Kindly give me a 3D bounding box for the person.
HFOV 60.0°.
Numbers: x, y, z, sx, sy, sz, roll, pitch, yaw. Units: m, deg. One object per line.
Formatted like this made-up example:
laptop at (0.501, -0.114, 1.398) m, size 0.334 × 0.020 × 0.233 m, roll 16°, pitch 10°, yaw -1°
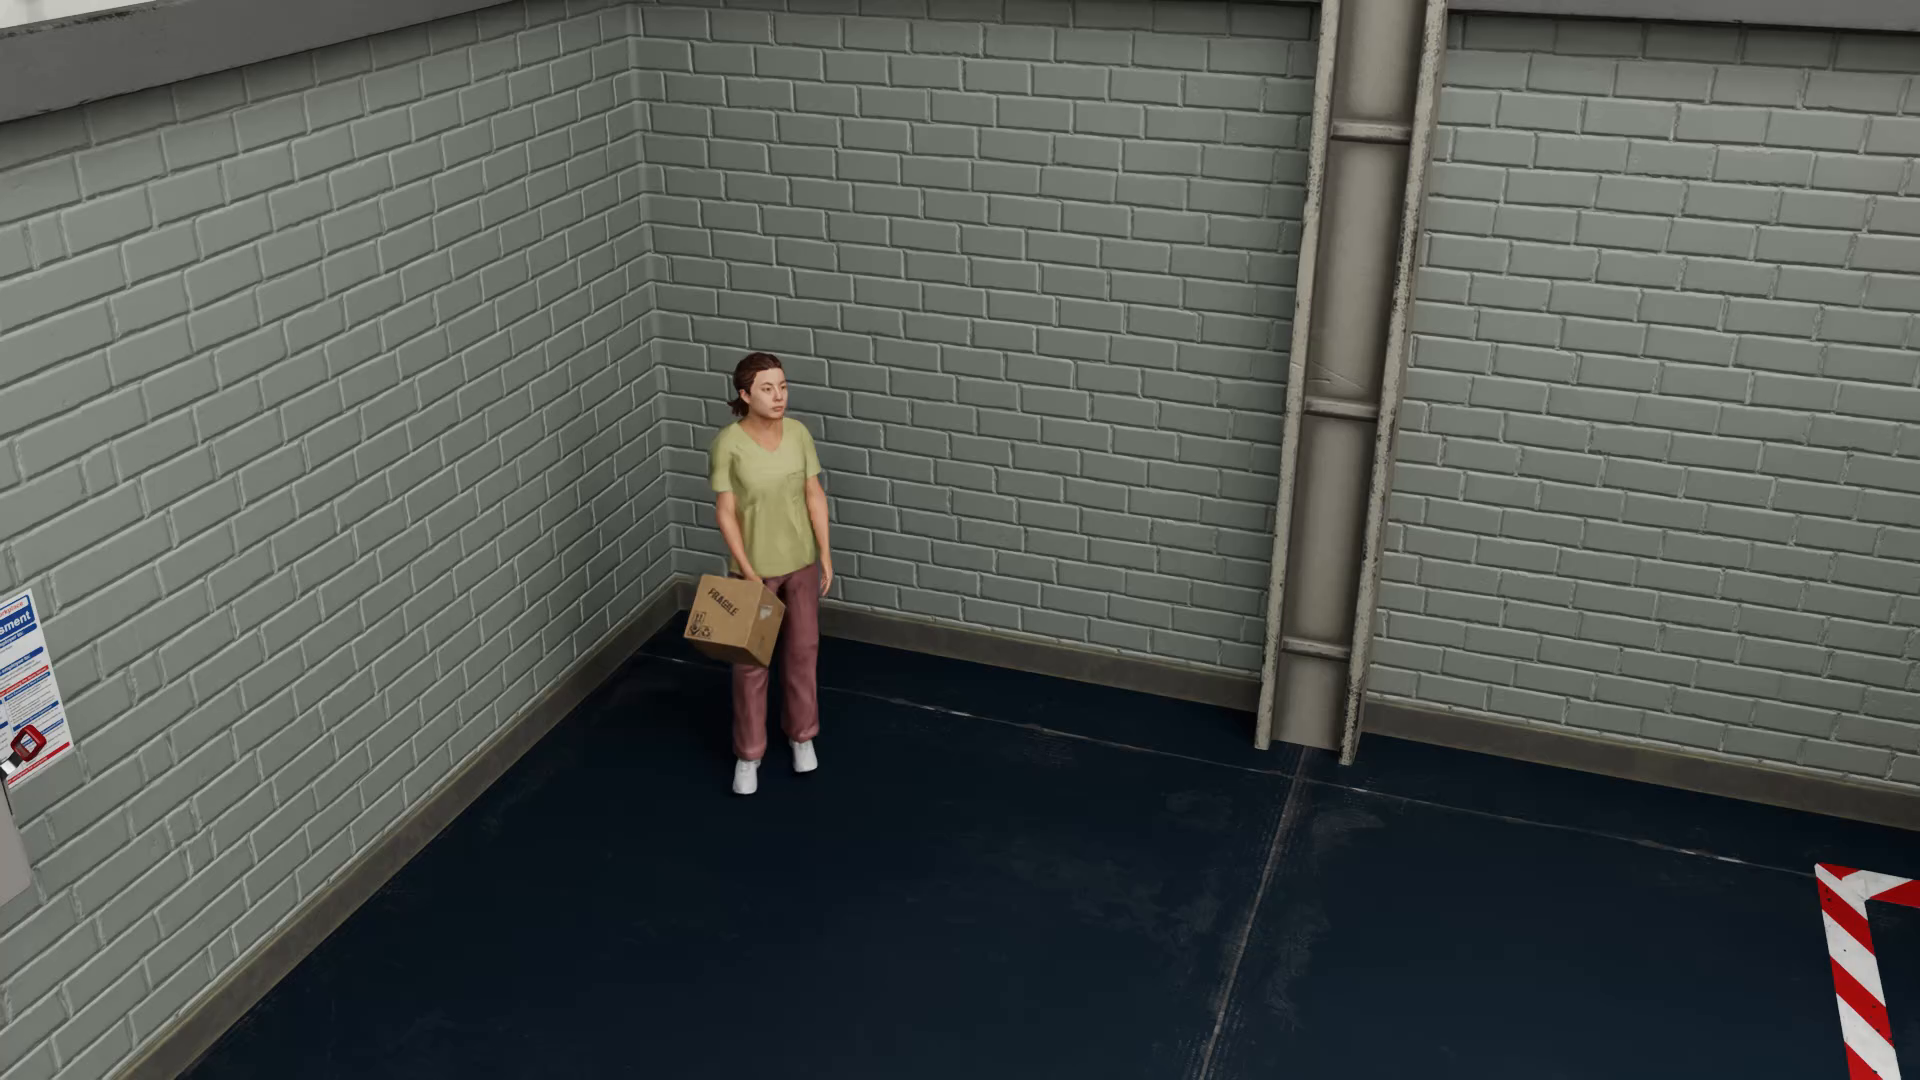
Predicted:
person at (-0.735, 0.118, 6.346) m, size 0.530 × 1.682 × 0.466 m, roll -15°, pitch 30°, yaw -28°
